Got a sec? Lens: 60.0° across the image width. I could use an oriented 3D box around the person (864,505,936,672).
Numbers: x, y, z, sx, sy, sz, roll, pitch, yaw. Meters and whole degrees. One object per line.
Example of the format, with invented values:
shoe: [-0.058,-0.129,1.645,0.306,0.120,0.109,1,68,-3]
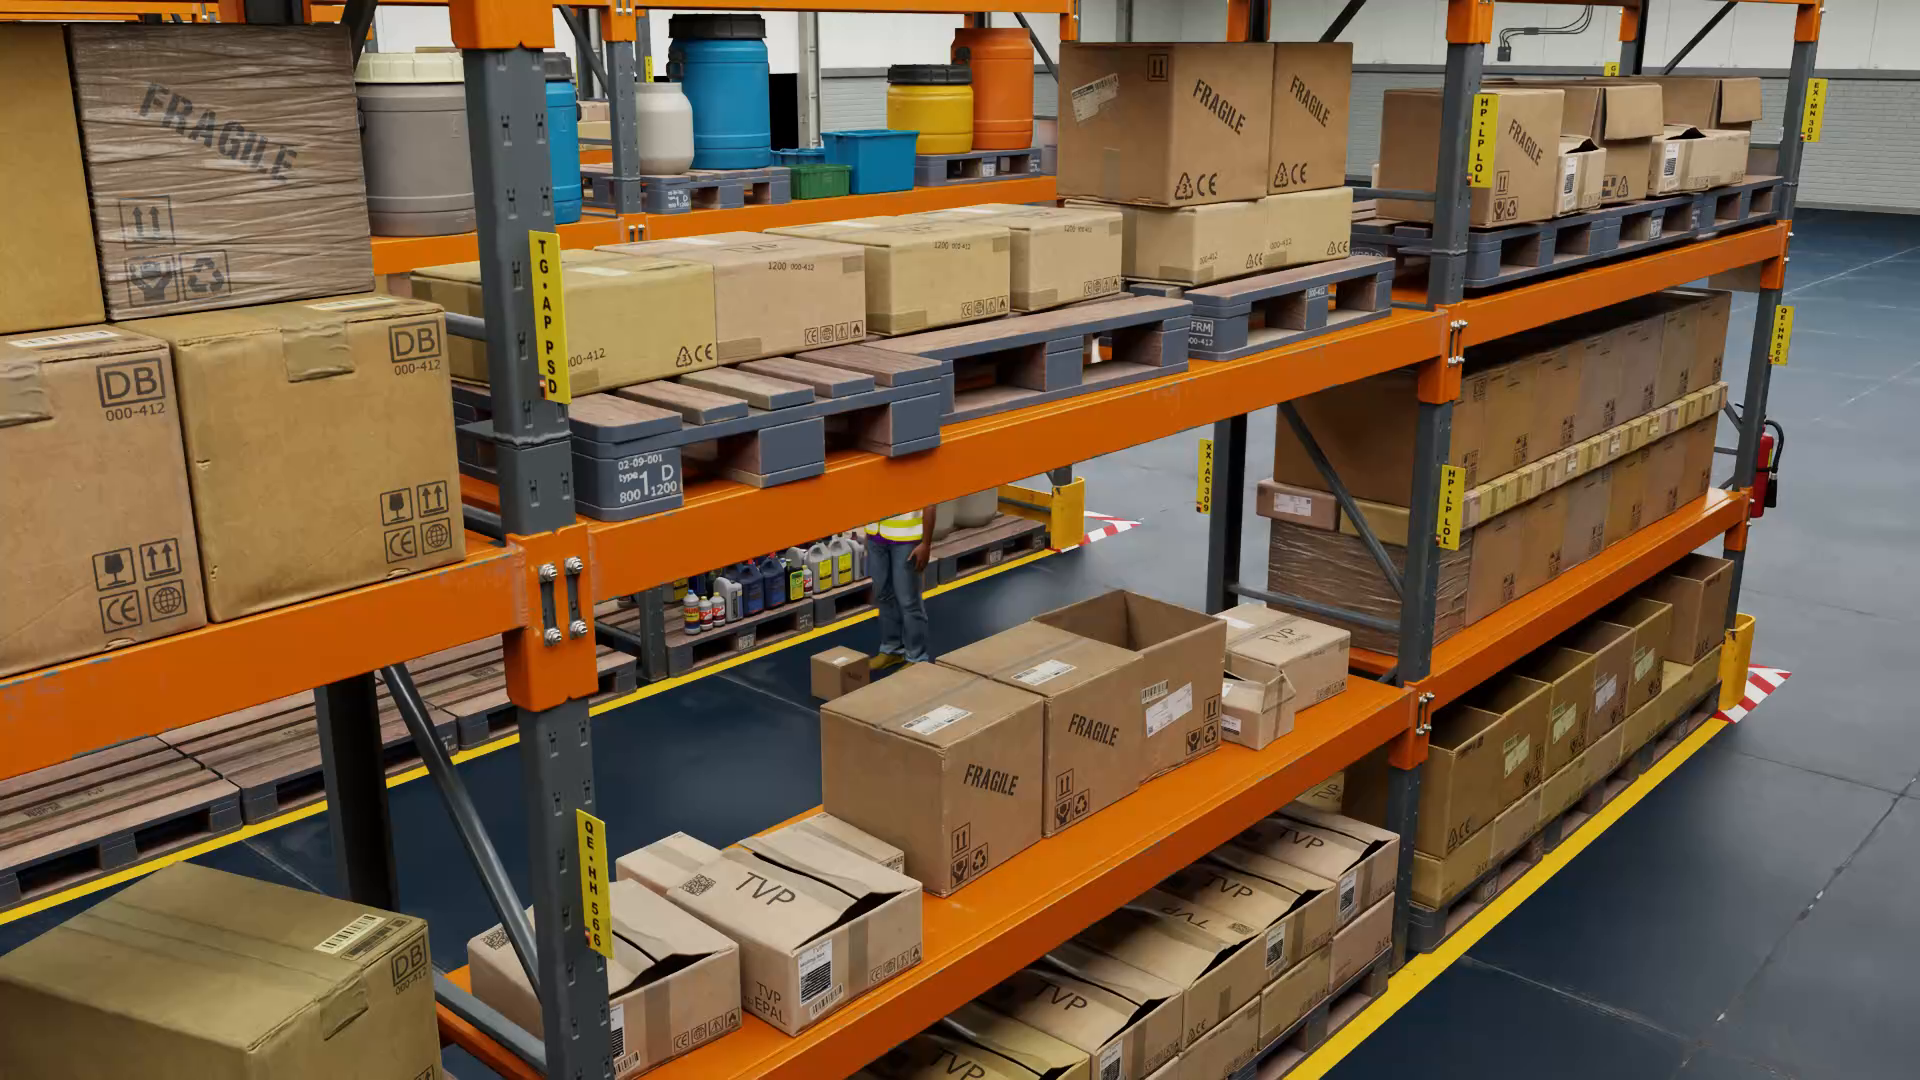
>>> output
person: [-0.373,-0.011,10.072,0.562,1.782,0.350,15,23,41]
